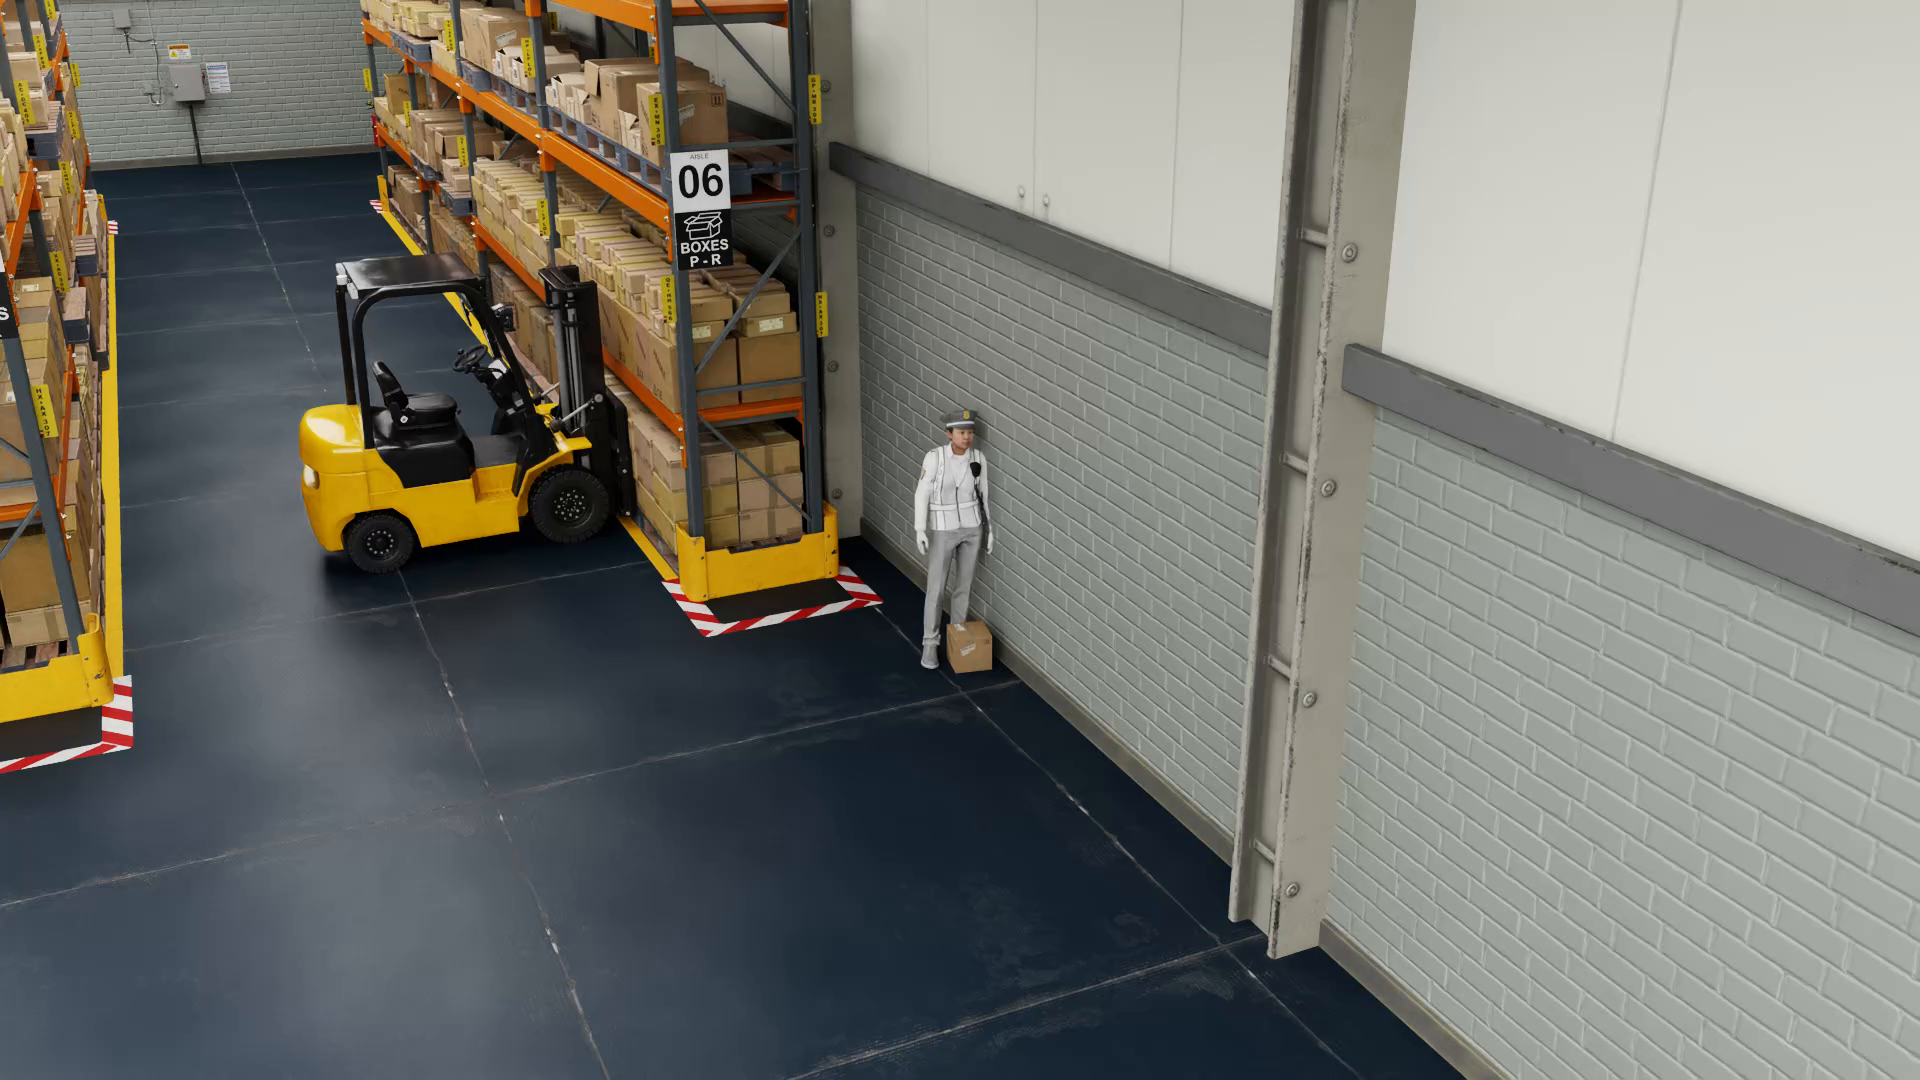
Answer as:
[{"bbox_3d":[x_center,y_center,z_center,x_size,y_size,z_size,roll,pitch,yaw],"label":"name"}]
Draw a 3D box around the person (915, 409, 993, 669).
[{"bbox_3d":[-0.011,-0.035,11.016,0.586,1.694,0.531,-5,23,-12],"label":"person"}]
